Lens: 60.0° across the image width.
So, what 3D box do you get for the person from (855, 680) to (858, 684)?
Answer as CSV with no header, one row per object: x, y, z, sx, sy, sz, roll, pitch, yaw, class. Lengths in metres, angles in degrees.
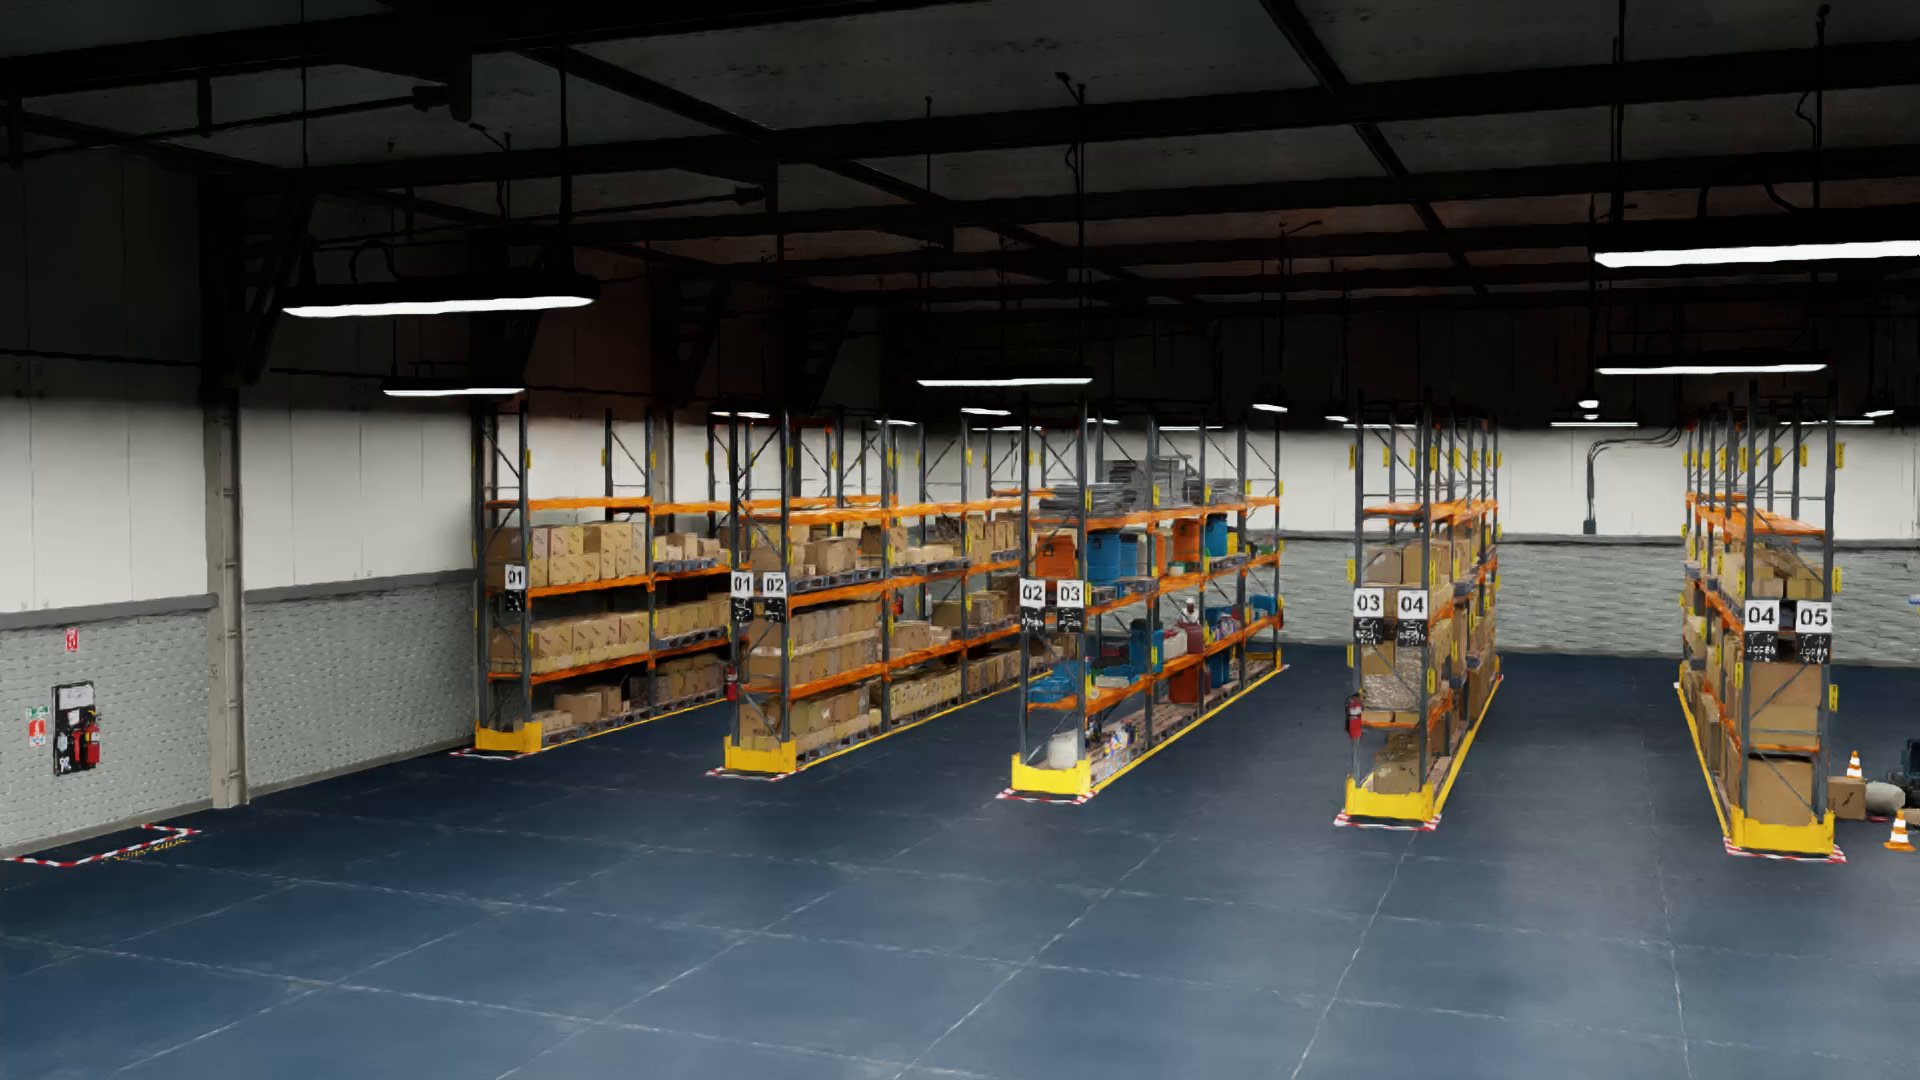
-2.432,2.462,35.544,0.456,1.612,1.019,1,3,20,person

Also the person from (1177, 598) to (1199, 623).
5.481,2.222,39.484,0.702,1.735,0.544,1,3,20,person

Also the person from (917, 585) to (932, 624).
-1.060,2.009,45.332,0.597,1.591,0.454,-1,3,-25,person
